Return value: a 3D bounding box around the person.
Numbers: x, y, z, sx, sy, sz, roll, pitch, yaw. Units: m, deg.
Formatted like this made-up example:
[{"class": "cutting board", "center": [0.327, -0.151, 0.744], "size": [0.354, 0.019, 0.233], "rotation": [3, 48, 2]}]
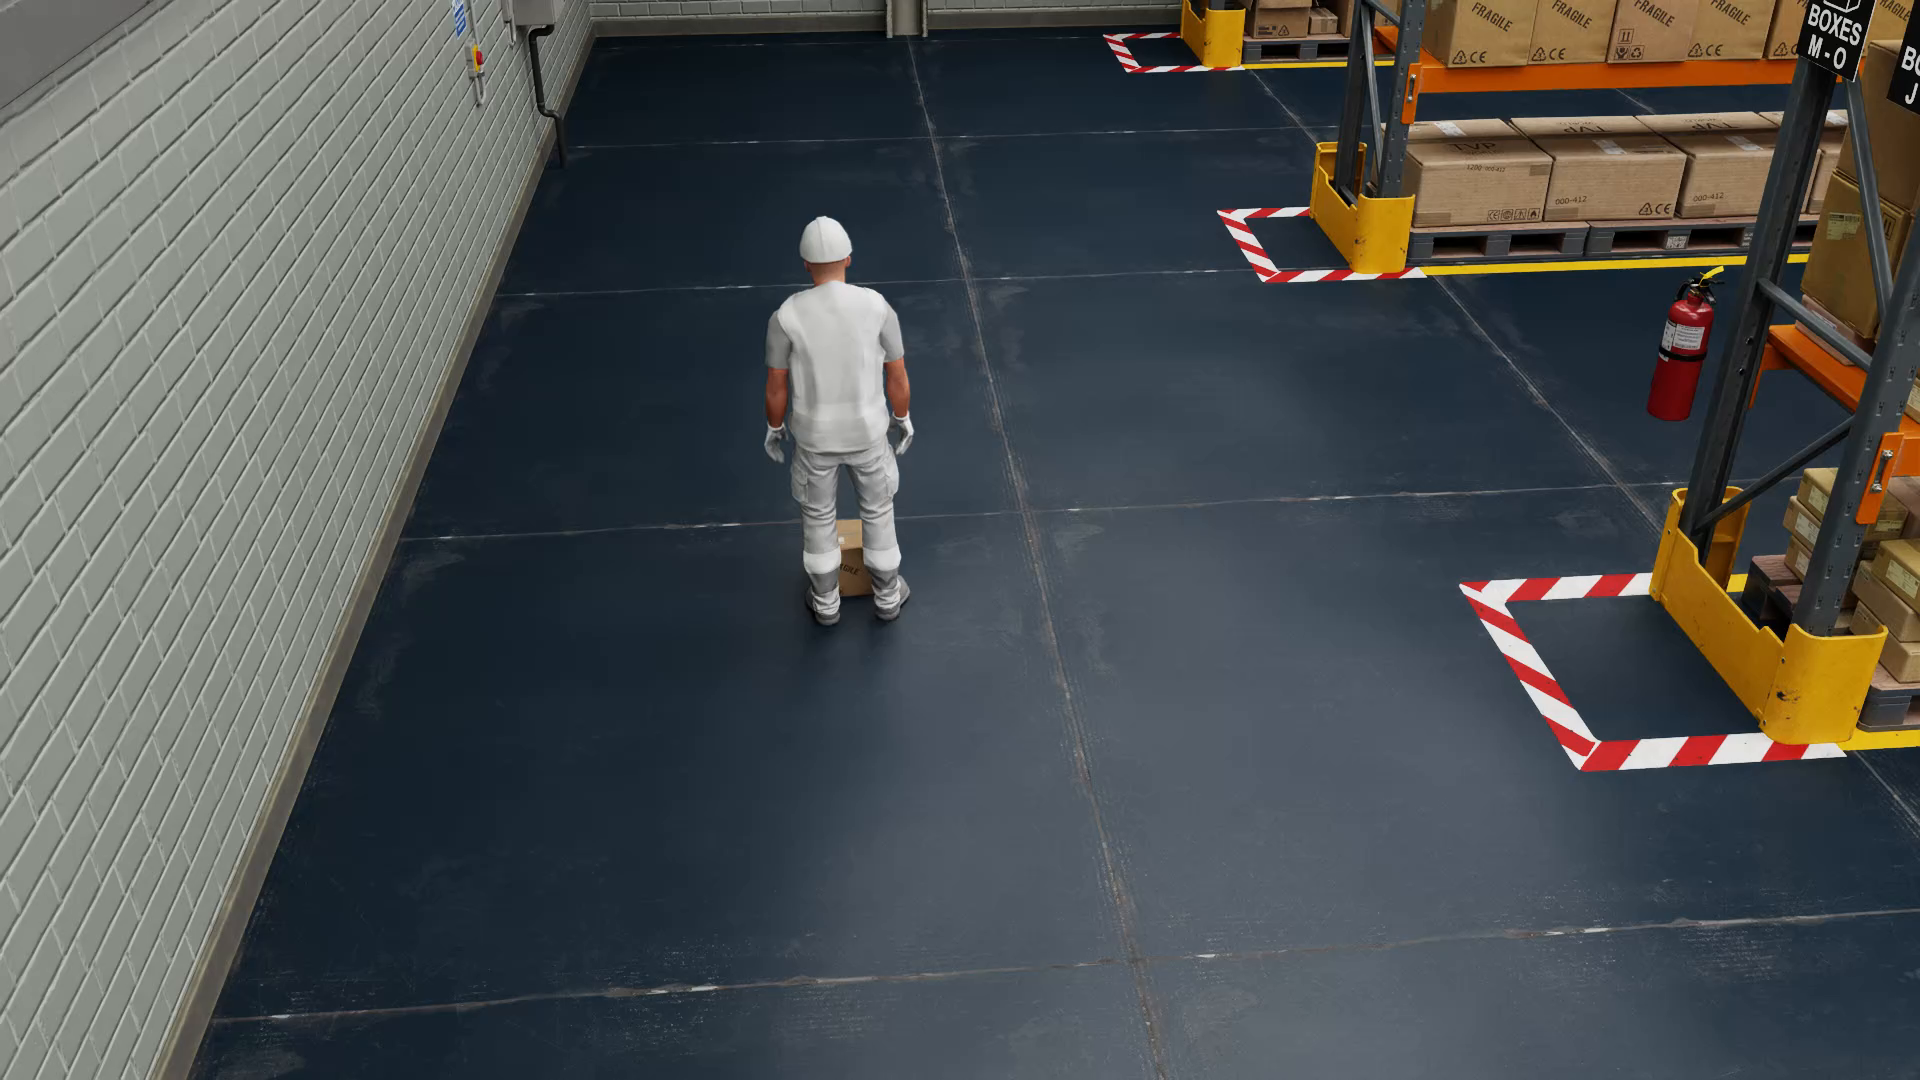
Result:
[{"class": "person", "center": [-0.500, -0.460, 6.887], "size": [0.623, 1.780, 0.449], "rotation": [-4, 31, -6]}]
